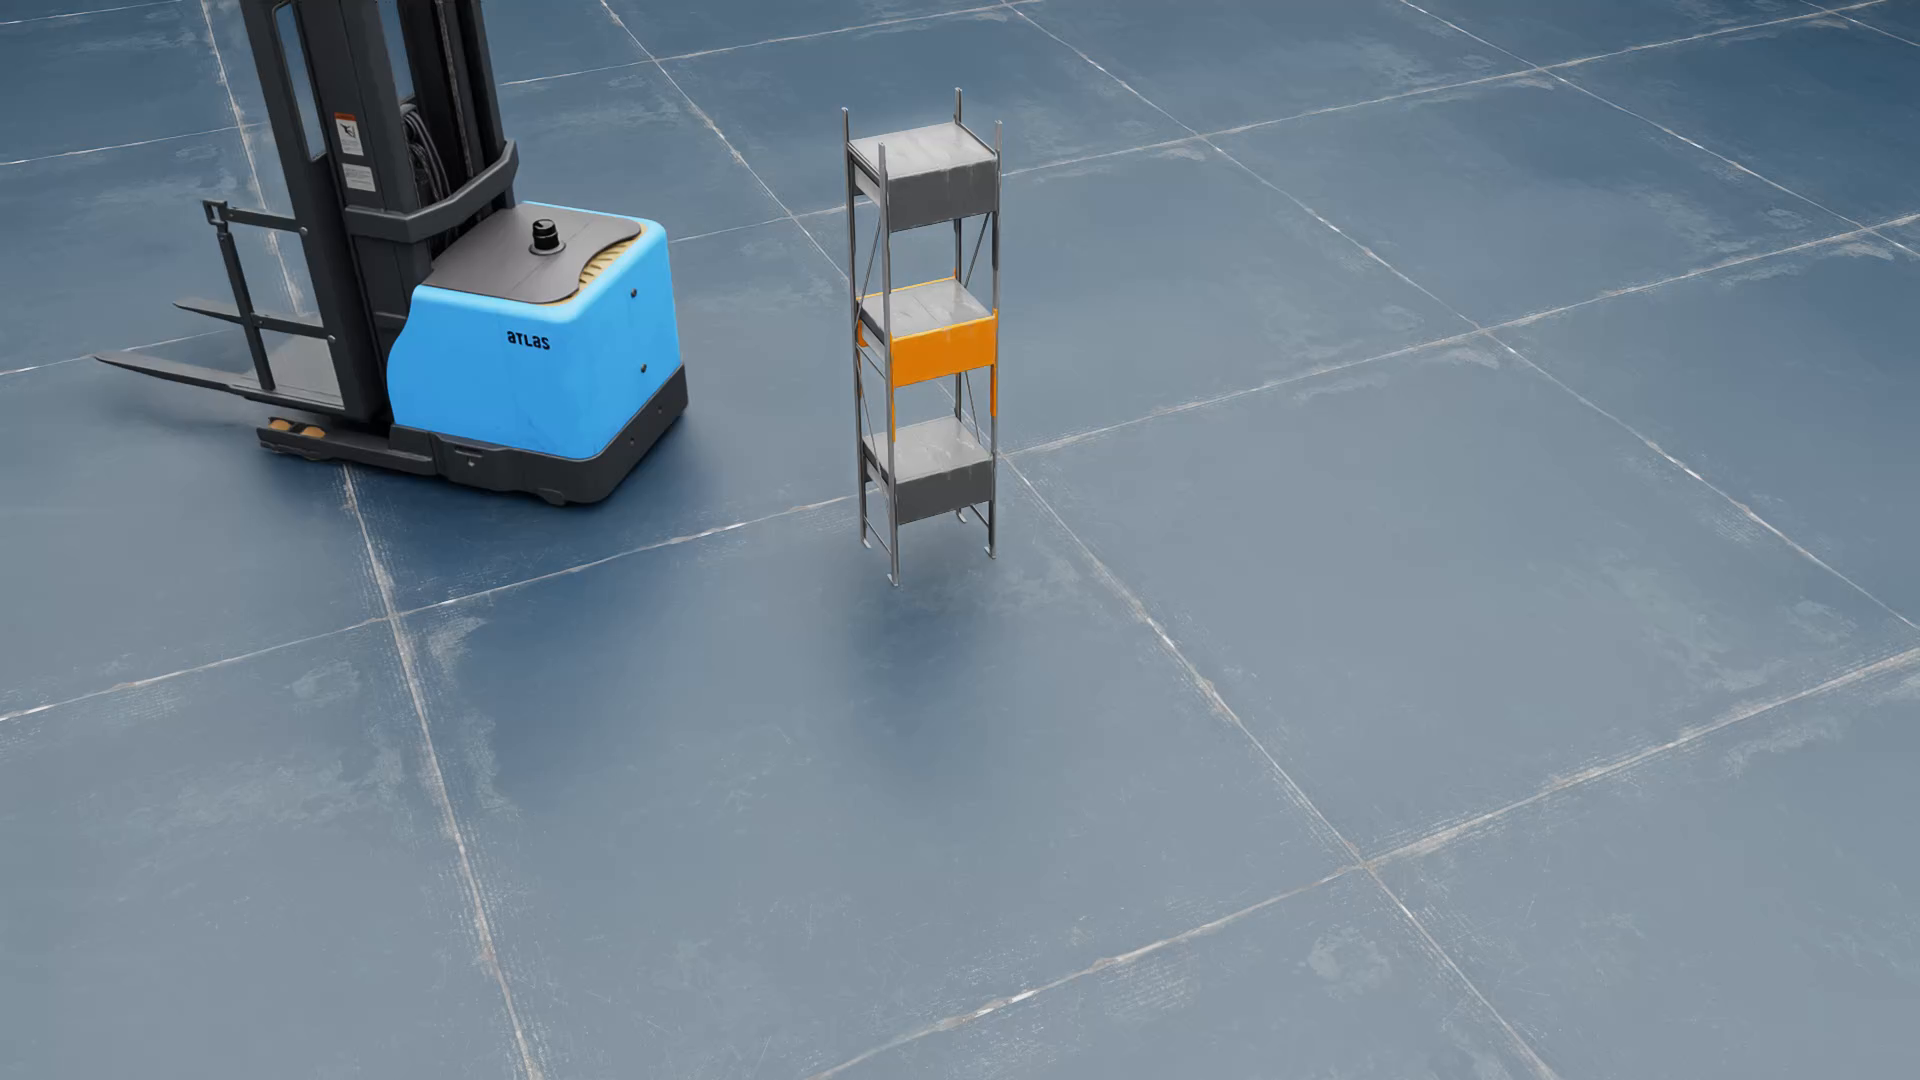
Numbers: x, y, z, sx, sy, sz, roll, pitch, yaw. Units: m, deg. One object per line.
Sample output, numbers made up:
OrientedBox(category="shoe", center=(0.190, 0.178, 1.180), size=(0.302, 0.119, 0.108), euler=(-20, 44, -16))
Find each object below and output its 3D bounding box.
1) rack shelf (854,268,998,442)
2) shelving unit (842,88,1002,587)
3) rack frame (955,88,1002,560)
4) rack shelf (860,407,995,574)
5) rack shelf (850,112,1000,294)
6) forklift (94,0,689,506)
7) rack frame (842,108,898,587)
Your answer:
OrientedBox(category="rack shelf", center=(-0.150, -0.790, 7.076), size=(0.480, 0.518, 0.431), euler=(-16, 39, -20))
OrientedBox(category="shelving unit", center=(-0.150, -0.801, 7.068), size=(0.503, 2.100, 0.431), euler=(-16, 39, -20))
OrientedBox(category="rack frame", center=(0.071, -0.863, 7.151), size=(0.015, 2.100, 0.400), euler=(-16, 39, -20))
OrientedBox(category="rack shelf", center=(-0.150, -0.228, 7.493), size=(0.480, 0.518, 0.431), euler=(-16, 39, -20))
OrientedBox(category="rack shelf", center=(-0.150, -1.353, 6.659), size=(0.480, 0.518, 0.431), euler=(-16, 39, -20))
OrientedBox(category="forklift", center=(-2.977, -1.858, 7.795), size=(3.031, 2.935, 1.130), euler=(11, 38, 15))
OrientedBox(category="rack frame", center=(-0.371, -0.740, 6.985), size=(0.015, 2.100, 0.400), euler=(-16, 39, -20))
